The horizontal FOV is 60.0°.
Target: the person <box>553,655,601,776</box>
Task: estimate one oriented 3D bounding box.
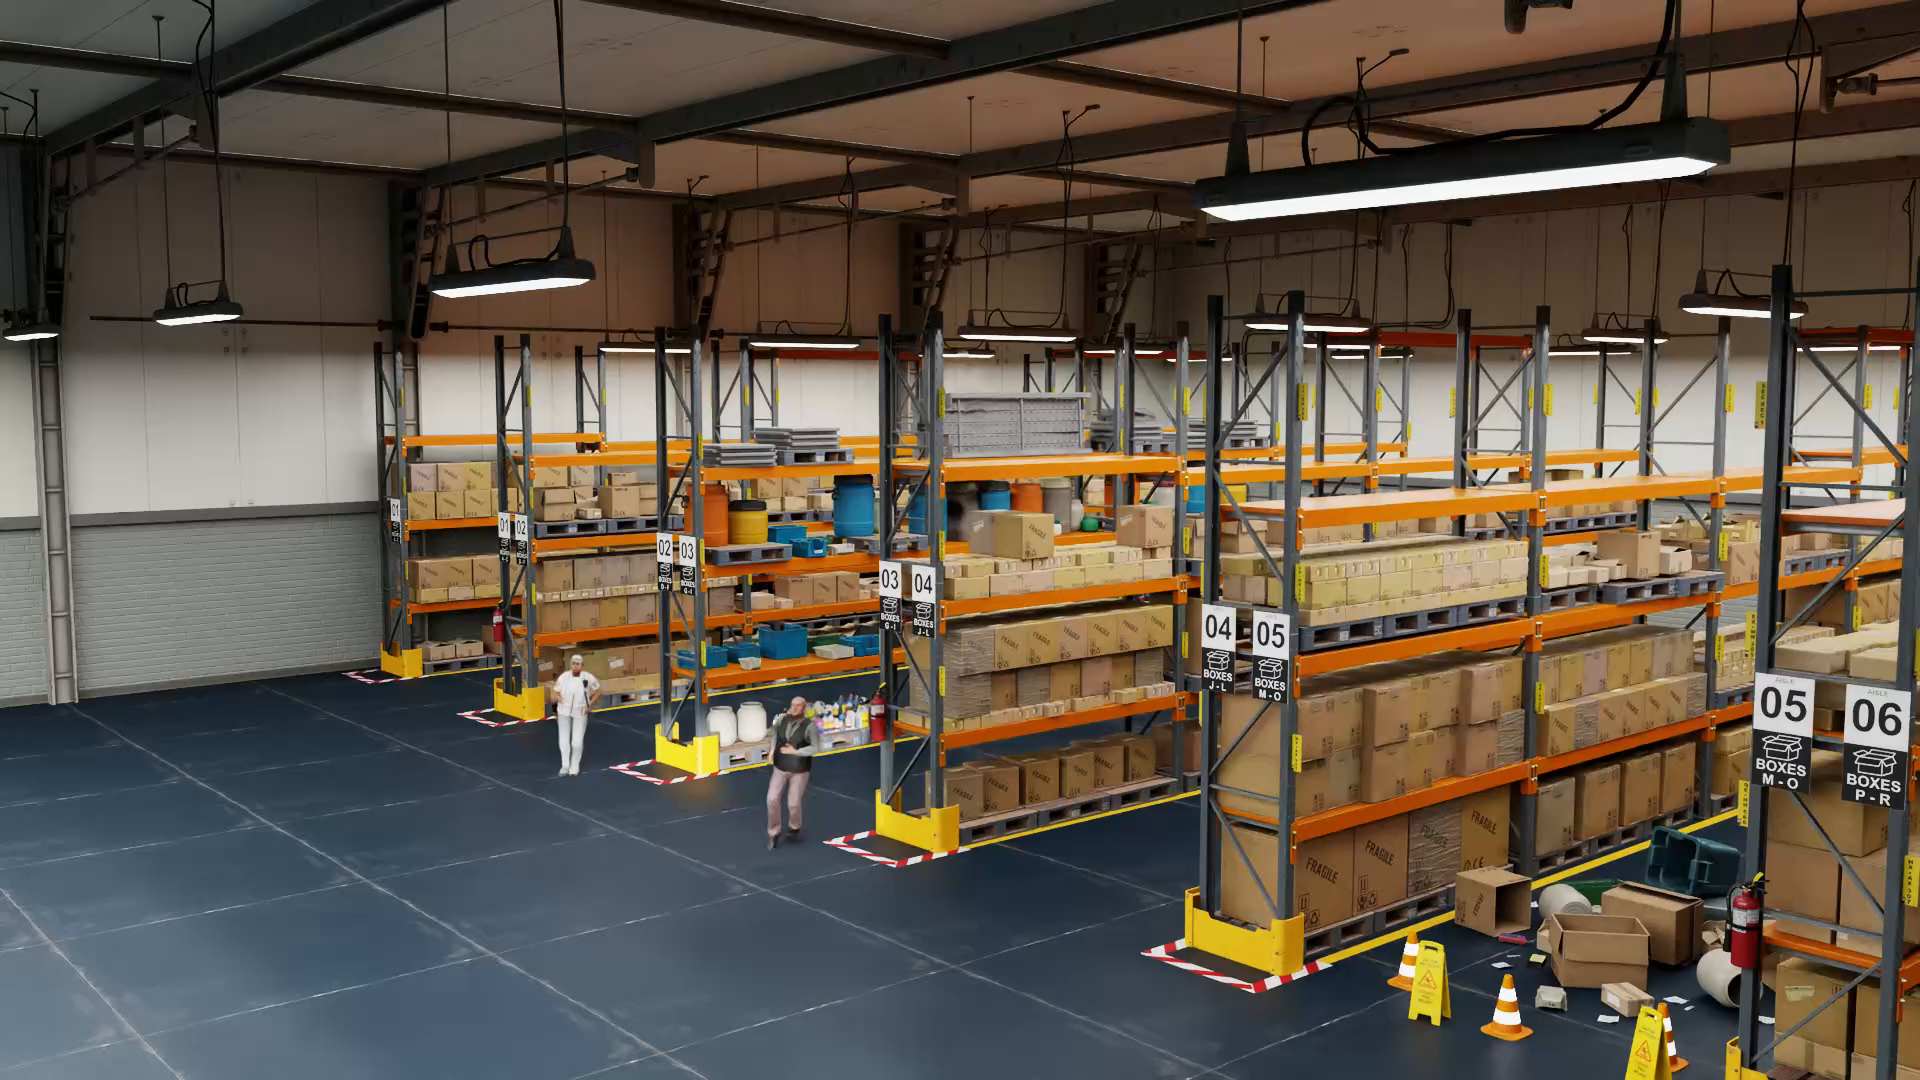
[{"bbox_3d":[-5.118,2.352,22.141,0.612,1.636,0.623,0,5,-1],"label":"person"}]

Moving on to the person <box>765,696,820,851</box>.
[{"bbox_3d":[-1.875,2.632,18.807,0.647,1.760,0.713,1,5,11],"label":"person"}]
